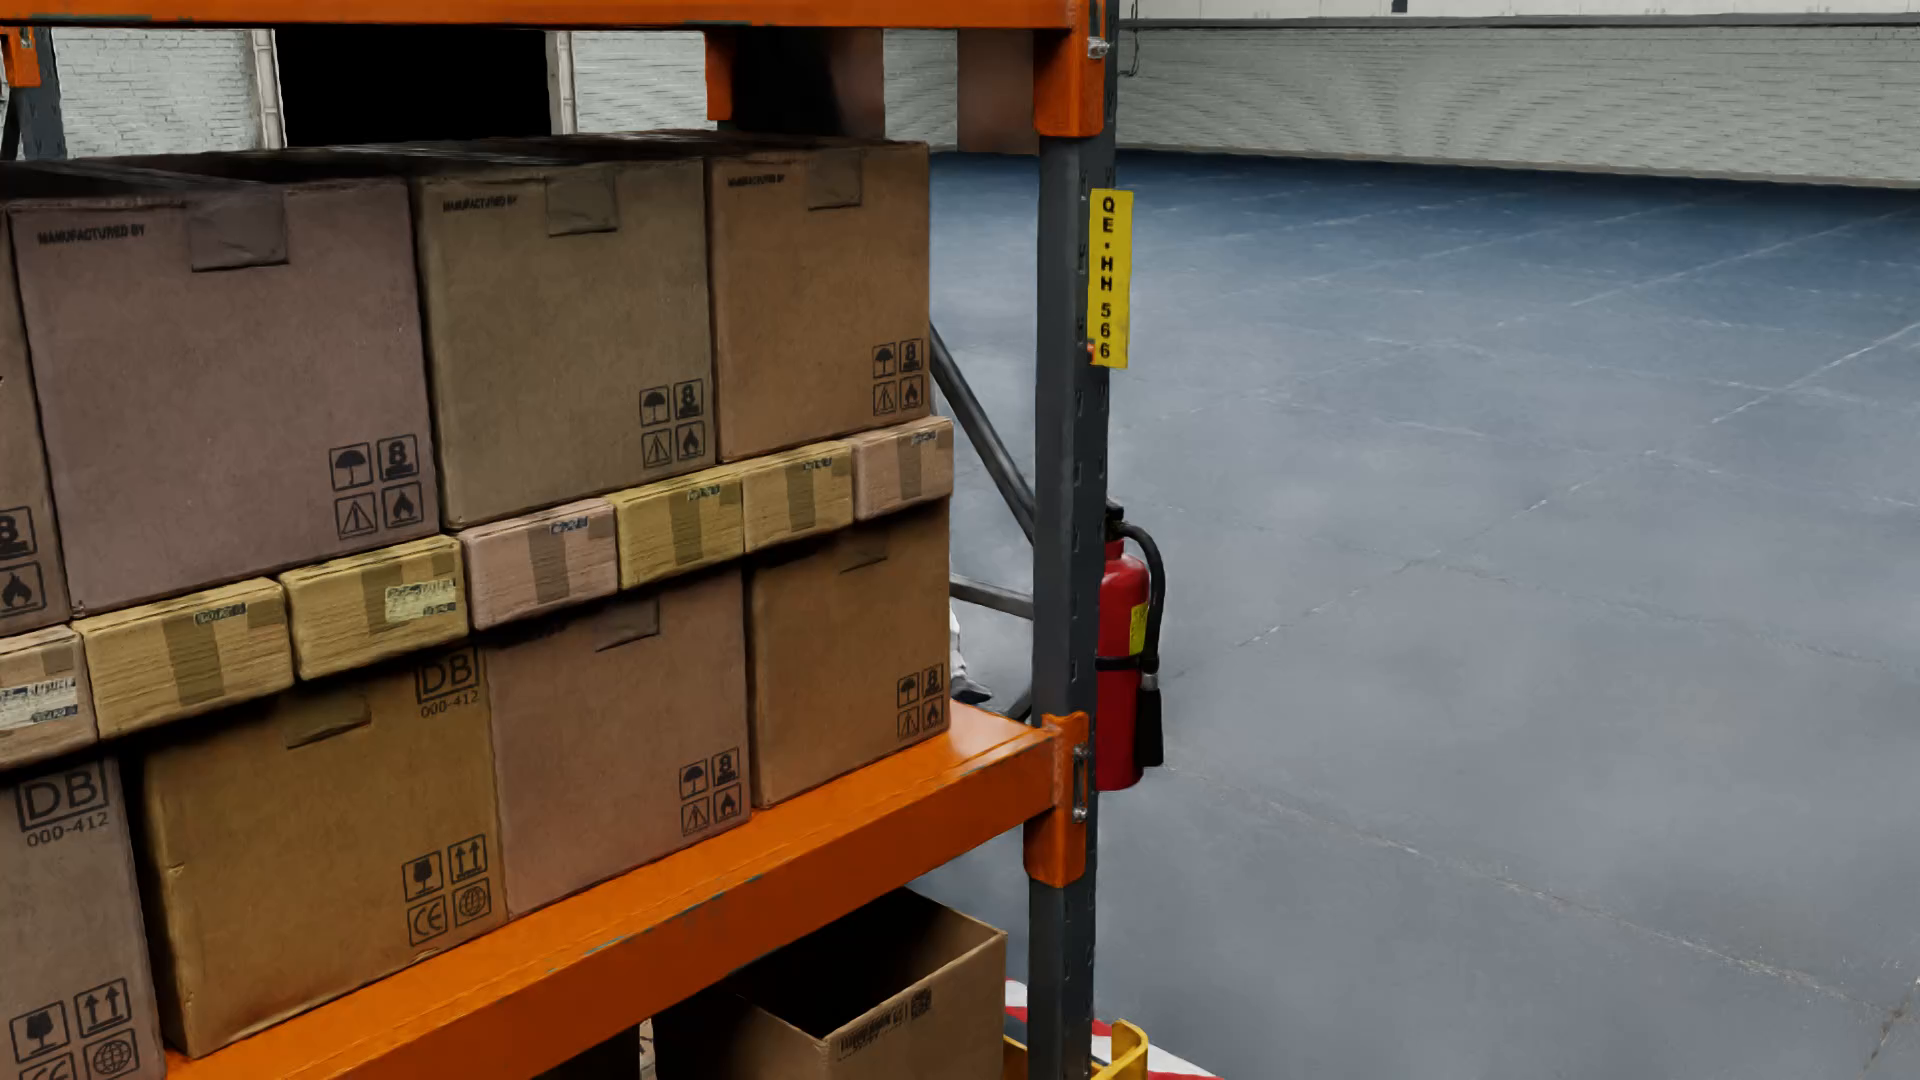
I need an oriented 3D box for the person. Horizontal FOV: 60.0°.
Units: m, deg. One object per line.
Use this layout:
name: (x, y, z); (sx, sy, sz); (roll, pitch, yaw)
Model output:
person: (-0.245, -0.118, 6.438); (0.692, 1.741, 0.649); (-4, 17, -13)
